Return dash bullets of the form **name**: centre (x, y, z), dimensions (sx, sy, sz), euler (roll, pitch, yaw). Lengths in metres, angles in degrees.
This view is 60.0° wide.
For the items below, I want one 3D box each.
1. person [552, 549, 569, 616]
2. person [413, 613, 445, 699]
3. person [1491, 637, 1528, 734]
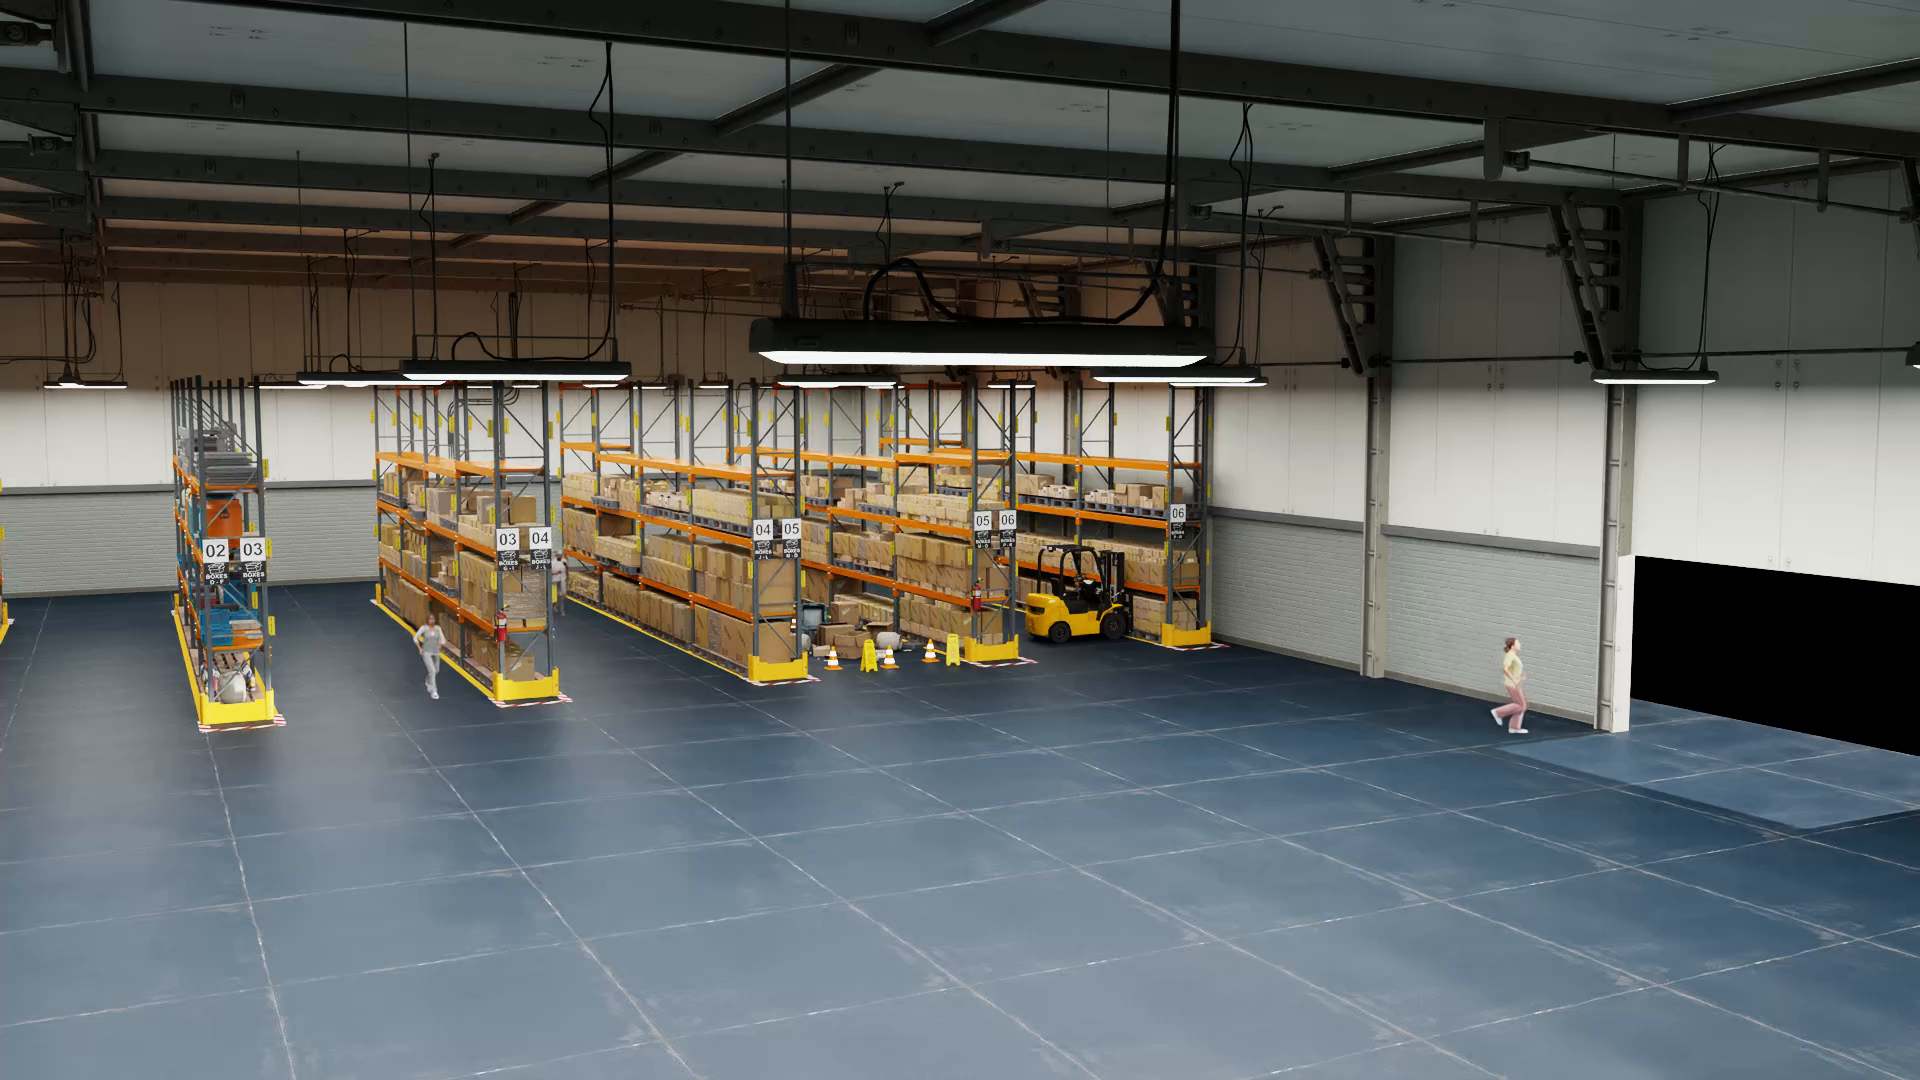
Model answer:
- **person**: centre (-10.344, 1.085, 42.832), dimensions (0.600, 1.735, 0.874), euler (-3, 6, -31)
- **person**: centre (-9.949, 2.153, 31.212), dimensions (0.557, 1.589, 0.746), euler (-4, 6, -38)
- **person**: centre (9.234, 2.432, 27.905), dimensions (0.597, 1.624, 0.596), euler (1, 5, 15)
